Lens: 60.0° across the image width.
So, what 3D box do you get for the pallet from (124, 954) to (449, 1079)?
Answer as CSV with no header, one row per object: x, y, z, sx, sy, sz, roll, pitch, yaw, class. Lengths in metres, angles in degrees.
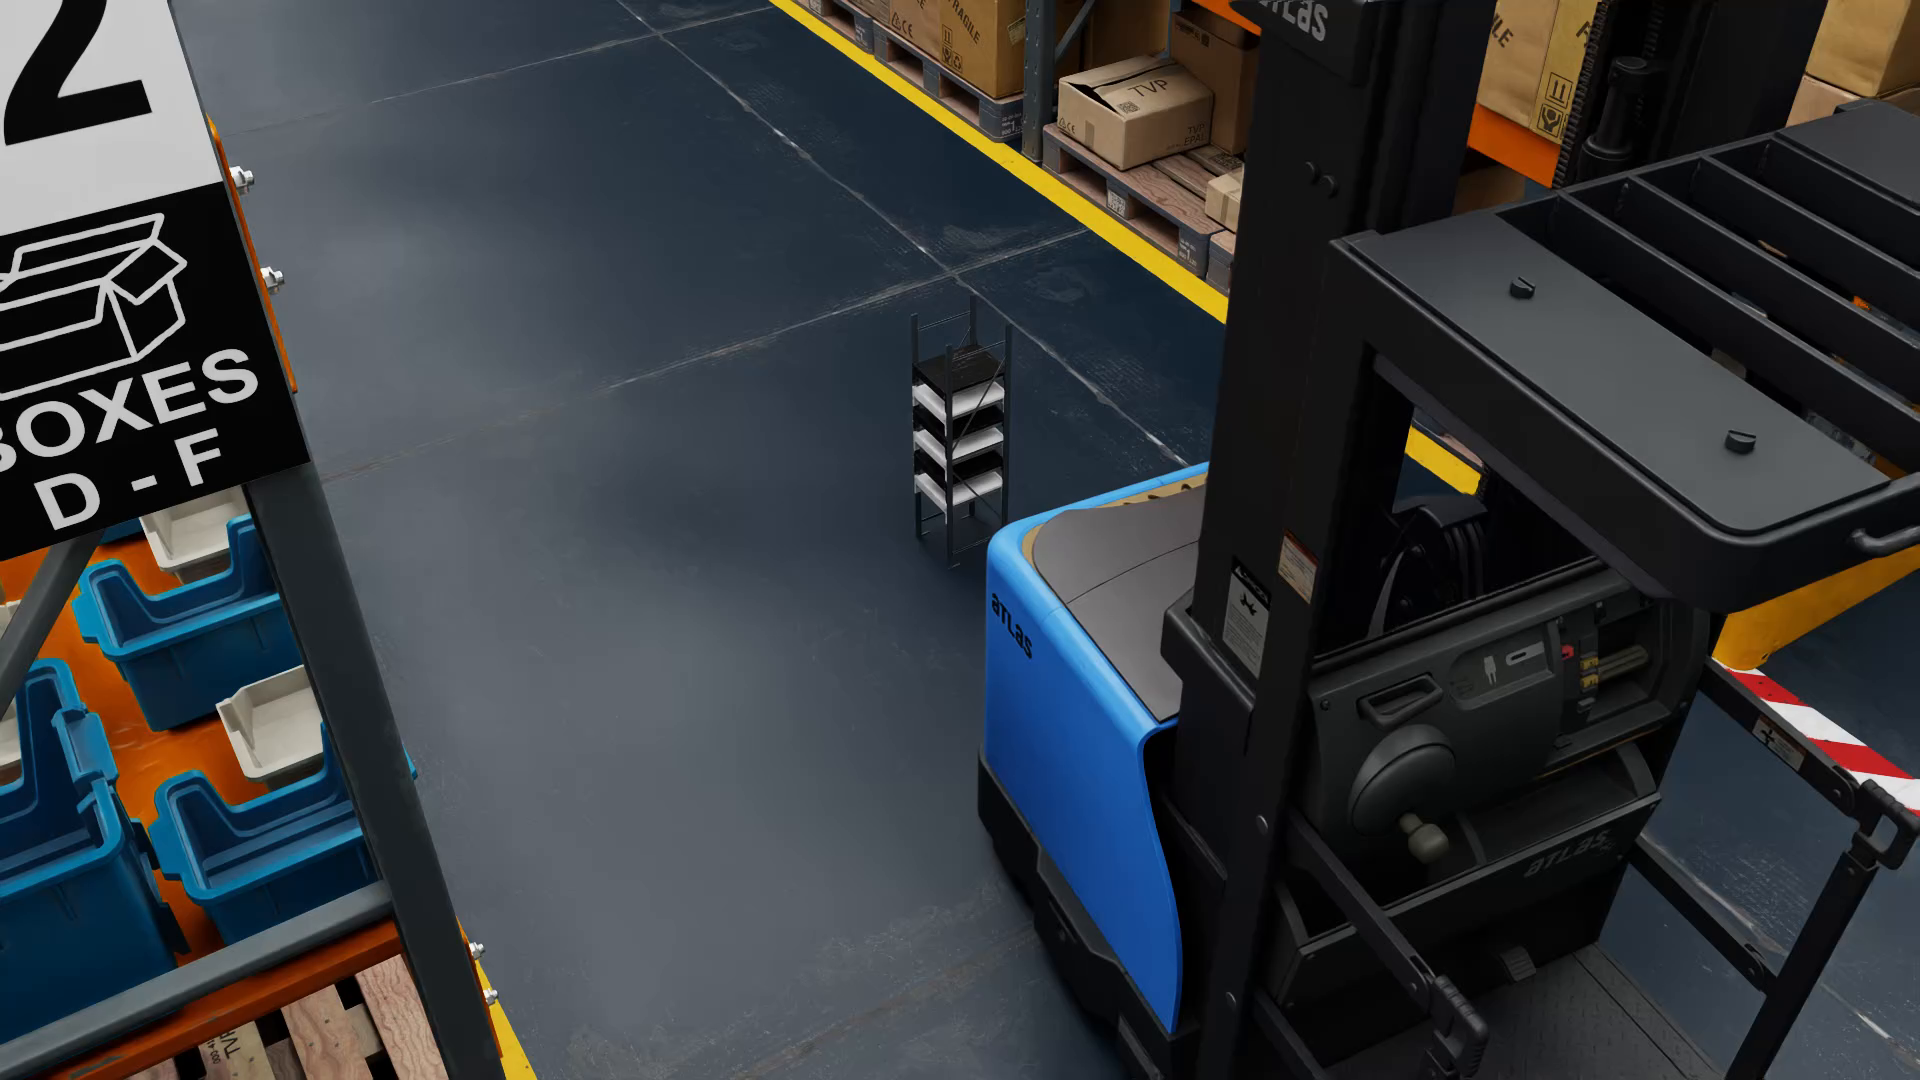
-1.691,1.340,3.977,1.003,0.211,1.213,-22,45,-24,pallet

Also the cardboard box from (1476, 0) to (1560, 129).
1.883,-1.712,5.384,0.500,0.500,0.500,-22,45,-24,cardboard box

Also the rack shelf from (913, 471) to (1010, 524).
0.004,-0.177,5.593,0.258,0.077,0.200,-22,45,-24,rack shelf

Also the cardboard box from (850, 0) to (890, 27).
-0.287,-3.052,8.678,0.500,0.500,0.500,-22,44,-24,cardboard box

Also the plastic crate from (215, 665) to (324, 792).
-1.238,0.357,3.137,0.250,0.136,0.298,-22,45,-24,plastic crate

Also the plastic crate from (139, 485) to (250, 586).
-1.603,-0.009,3.577,0.250,0.136,0.298,-22,45,-24,plastic crate

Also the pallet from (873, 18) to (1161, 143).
0.278,-2.489,8.573,1.003,0.211,1.213,-22,45,-24,pallet

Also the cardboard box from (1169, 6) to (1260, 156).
1.293,-2.134,7.576,0.500,0.500,0.500,-22,45,-24,cardboard box

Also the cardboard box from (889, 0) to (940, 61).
-0.018,-2.781,8.353,0.500,0.500,0.500,-22,45,-24,cardboard box

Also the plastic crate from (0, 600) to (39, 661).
-2.015,0.266,3.246,0.396,0.136,0.243,-22,45,-24,plastic crate

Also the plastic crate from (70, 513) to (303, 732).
-1.489,0.167,3.291,0.416,0.233,0.300,-22,45,-24,plastic crate

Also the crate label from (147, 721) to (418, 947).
-1.135,0.522,2.864,0.416,0.233,0.303,-22,45,-24,crate label

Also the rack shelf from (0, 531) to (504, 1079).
-2.355,-0.076,4.060,1.077,0.370,4.000,-22,45,-24,rack shelf

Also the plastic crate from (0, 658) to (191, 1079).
-1.617,0.574,2.643,0.616,0.435,0.499,-22,45,-24,plastic crate

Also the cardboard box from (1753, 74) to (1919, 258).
2.428,-1.162,4.723,0.500,0.500,0.500,-21,44,-23,cardboard box

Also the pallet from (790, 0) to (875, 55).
-0.382,-3.149,9.364,1.003,0.211,1.213,-22,45,-24,pallet

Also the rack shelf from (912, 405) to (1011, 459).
0.004,-0.385,5.420,0.258,0.077,0.200,-22,45,-24,rack shelf

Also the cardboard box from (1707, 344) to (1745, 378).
2.398,-0.393,5.488,0.500,0.500,0.500,-22,45,-24,cardboard box

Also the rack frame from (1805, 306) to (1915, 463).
2.898,-0.976,4.578,1.000,3.000,0.127,-22,45,-24,rack frame

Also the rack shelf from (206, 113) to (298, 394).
-2.355,-1.228,3.100,1.077,0.370,4.000,-22,45,-24,rack shelf

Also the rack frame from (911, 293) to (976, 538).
-0.050,-0.396,5.523,0.240,0.900,0.006,-22,45,-24,rack frame

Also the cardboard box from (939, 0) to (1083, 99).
0.241,-2.511,8.029,0.500,0.500,0.500,-22,45,-25,cardboard box

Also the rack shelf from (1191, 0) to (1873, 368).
1.823,-1.779,6.104,1.077,0.370,4.000,-22,45,-24,rack shelf

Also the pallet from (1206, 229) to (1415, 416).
1.776,-1.033,6.825,1.003,0.211,1.213,-22,45,-24,pallet

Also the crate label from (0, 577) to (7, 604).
-2.185,0.124,3.417,0.396,0.136,0.243,-22,45,-24,crate label

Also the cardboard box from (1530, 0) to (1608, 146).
2.146,-1.441,5.058,0.500,0.500,0.500,-22,45,-24,cardboard box

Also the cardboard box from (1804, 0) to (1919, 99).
2.427,-1.544,4.400,0.500,0.500,0.500,-23,45,-25,cardboard box

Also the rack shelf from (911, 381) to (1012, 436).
0.004,-0.454,5.363,0.258,0.077,0.200,-22,45,-24,rack shelf

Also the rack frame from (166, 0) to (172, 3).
-1.280,-1.577,0.614,1.000,3.000,0.127,-22,45,-24,rack frame

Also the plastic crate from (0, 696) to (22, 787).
-1.871,0.428,3.053,0.396,0.136,0.243,-22,45,-24,plastic crate

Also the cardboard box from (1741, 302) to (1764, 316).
2.576,-0.749,6.110,0.500,0.250,0.500,-22,45,-24,cardboard box

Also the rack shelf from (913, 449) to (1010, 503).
0.004,-0.247,5.536,0.258,0.077,0.200,-22,45,-24,rack shelf

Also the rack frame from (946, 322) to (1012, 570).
0.059,-0.286,5.391,0.240,0.900,0.006,-22,45,-24,rack frame

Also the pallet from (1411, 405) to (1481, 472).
2.428,-0.375,6.036,1.003,0.211,1.213,-22,45,-24,pallet

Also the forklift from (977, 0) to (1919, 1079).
1.148,0.385,2.998,1.130,2.935,3.031,-17,43,-20,forklift

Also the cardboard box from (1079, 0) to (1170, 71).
0.693,-2.688,8.242,0.500,0.500,0.500,-24,46,-26,cardboard box

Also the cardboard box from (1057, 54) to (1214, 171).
0.791,-1.970,7.527,0.500,0.311,0.500,-22,45,-24,cardboard box

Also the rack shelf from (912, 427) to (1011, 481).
0.004,-0.316,5.478,0.258,0.077,0.200,-22,45,-24,rack shelf

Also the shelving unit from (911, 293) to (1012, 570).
0.004,-0.341,5.457,0.258,0.900,0.210,-22,45,-24,shelving unit

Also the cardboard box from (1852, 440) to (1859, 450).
2.963,-0.394,5.763,0.380,0.149,0.250,-22,45,-24,cardboard box

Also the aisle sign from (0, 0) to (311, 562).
-0.991,-0.335,1.778,0.394,0.787,0.004,-22,45,-24,aisle sign

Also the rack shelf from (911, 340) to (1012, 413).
0.004,-0.523,5.305,0.258,0.077,0.200,-22,45,-24,rack shelf

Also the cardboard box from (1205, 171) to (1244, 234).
1.264,-1.451,7.018,0.380,0.166,0.250,-22,45,-24,cardboard box

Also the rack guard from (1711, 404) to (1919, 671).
2.858,-0.056,5.427,1.175,0.500,0.348,-22,45,-24,rack guard

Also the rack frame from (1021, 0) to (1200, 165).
0.748,-3.135,7.169,1.000,3.000,0.127,-22,45,-24,rack frame

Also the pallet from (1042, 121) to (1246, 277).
1.116,-1.692,7.616,1.003,0.211,1.213,-22,45,-24,pallet

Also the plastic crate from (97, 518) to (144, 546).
-1.843,-0.189,3.717,0.416,0.233,0.300,-22,45,-24,plastic crate

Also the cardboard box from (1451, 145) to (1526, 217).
1.762,-1.332,6.612,0.797,0.503,0.637,-22,45,-24,cardboard box

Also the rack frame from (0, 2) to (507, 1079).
-1.280,0.727,2.534,1.000,3.000,0.127,-22,45,-24,rack frame
